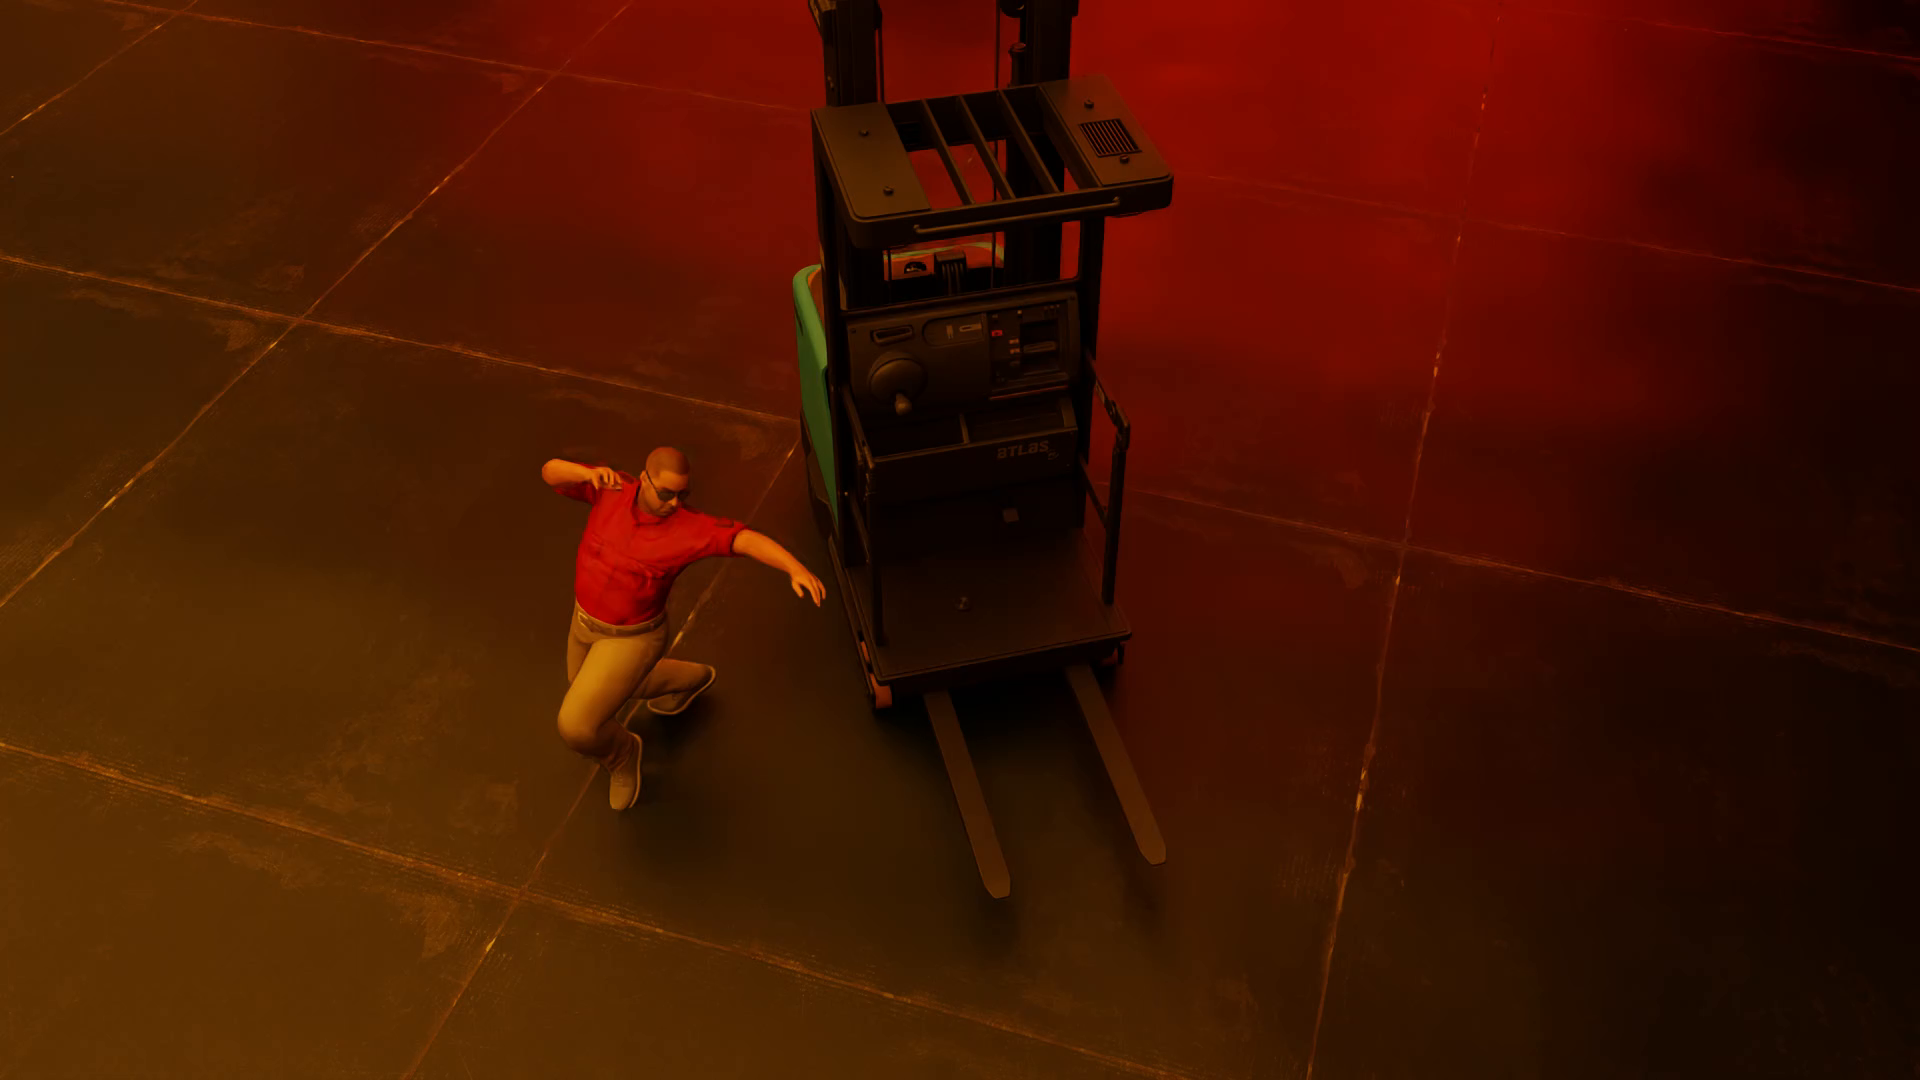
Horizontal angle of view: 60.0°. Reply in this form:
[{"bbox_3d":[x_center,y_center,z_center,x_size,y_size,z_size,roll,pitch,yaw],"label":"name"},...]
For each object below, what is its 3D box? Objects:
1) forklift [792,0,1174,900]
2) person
[{"bbox_3d":[0.077,-0.647,6.385,1.130,2.935,3.031,-10,44,-10],"label":"forklift"},{"bbox_3d":[-1.115,0.416,6.285,1.108,1.601,0.860,31,51,29],"label":"person"}]
